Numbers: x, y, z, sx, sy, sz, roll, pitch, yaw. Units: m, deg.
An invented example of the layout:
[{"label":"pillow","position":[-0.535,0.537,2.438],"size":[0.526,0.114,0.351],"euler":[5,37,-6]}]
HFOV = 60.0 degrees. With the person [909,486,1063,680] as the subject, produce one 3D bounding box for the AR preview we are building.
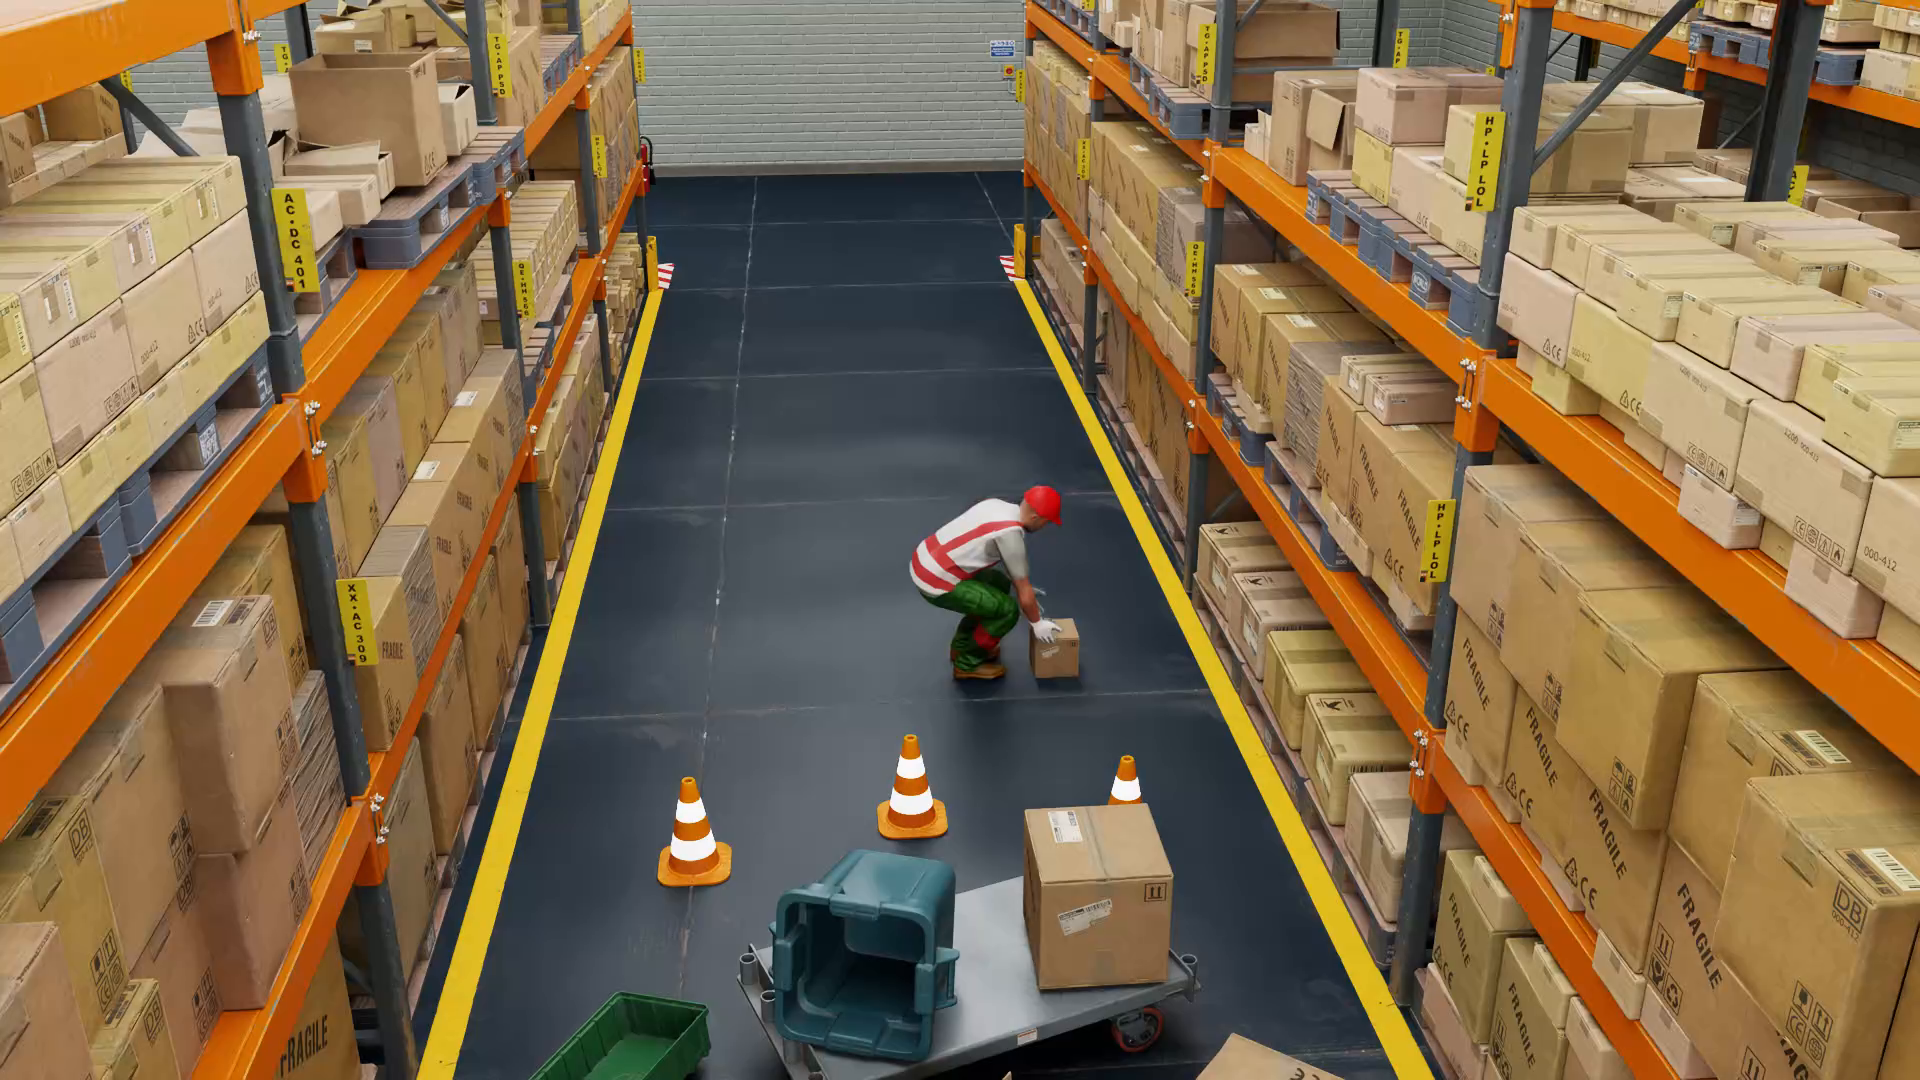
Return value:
[{"label":"person","position":[0.145,0.218,9.448],"size":[0.866,1.090,0.571],"euler":[-2,24,-5]}]
